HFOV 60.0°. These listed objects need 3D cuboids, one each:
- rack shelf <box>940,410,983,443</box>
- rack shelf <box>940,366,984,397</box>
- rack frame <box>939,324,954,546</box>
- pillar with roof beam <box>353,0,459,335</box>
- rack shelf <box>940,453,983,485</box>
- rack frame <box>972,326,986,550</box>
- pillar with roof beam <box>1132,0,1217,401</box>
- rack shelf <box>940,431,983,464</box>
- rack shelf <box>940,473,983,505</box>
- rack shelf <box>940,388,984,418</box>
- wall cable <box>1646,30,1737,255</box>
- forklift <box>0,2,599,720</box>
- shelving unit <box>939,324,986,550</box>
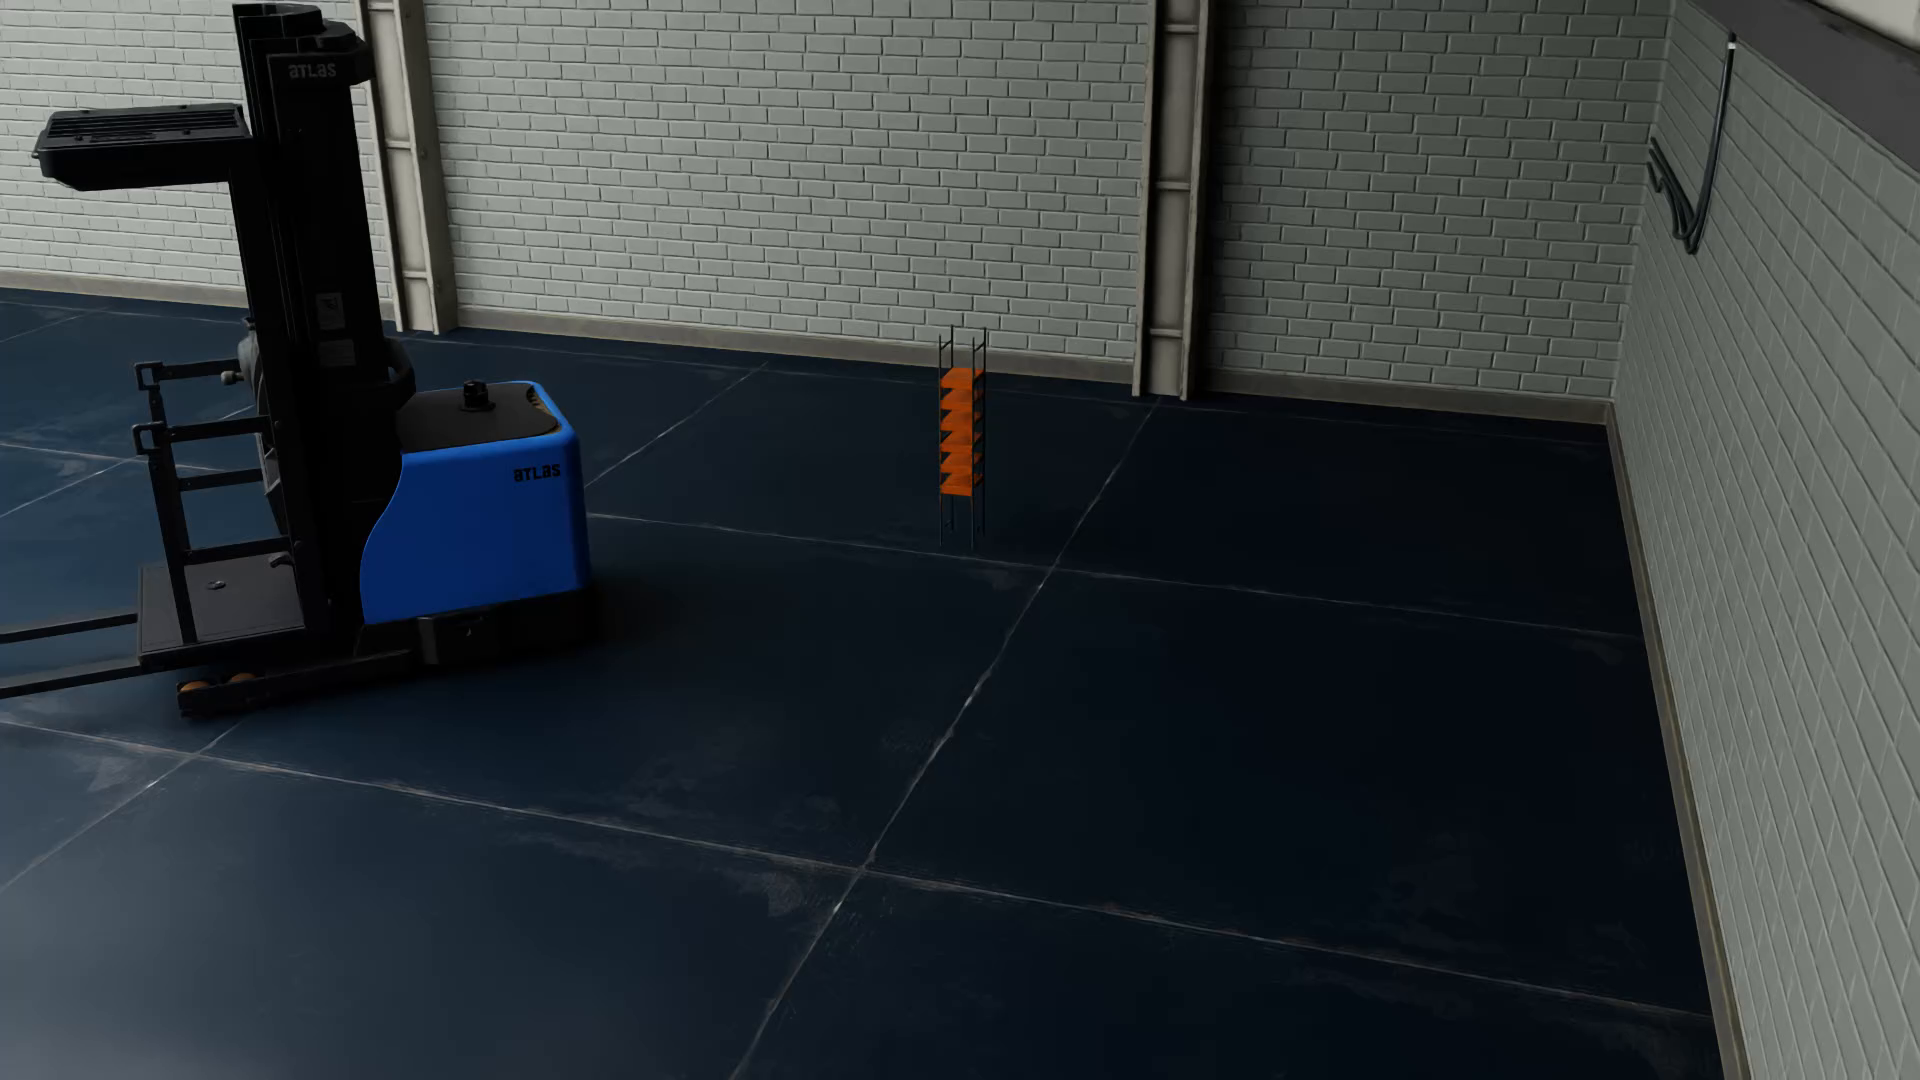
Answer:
[{"bbox_3d":[0.014,-0.623,9.010,0.180,0.103,0.258,7,23,16],"label":"rack shelf"},{"bbox_3d":[0.014,-0.845,8.919,0.180,0.103,0.258,7,23,16],"label":"rack shelf"},{"bbox_3d":[-0.074,-0.564,9.063,0.006,1.200,0.240,7,23,16],"label":"rack frame"},{"bbox_3d":[-5.537,-4.312,7.924,0.400,9.000,9.100,7,23,16],"label":"pillar with roof beam"},{"bbox_3d":[0.014,-0.401,9.101,0.180,0.103,0.258,7,23,16],"label":"rack shelf"},{"bbox_3d":[0.101,-0.544,9.014,0.006,1.200,0.240,7,23,16],"label":"rack frame"},{"bbox_3d":[0.207,-3.654,6.320,0.400,9.000,9.100,7,23,16],"label":"pillar with roof beam"},{"bbox_3d":[0.014,-0.512,9.055,0.180,0.103,0.258,7,23,16],"label":"rack shelf"},{"bbox_3d":[0.014,-0.290,9.146,0.180,0.103,0.258,7,23,16],"label":"rack shelf"},{"bbox_3d":[0.014,-0.734,8.964,0.180,0.103,0.258,7,23,16],"label":"rack shelf"},{"bbox_3d":[3.889,-2.978,8.764,0.112,2.526,3.097,7,23,16],"label":"wall cable"},{"bbox_3d":[-3.311,-0.791,7.335,3.031,2.935,1.130,-10,24,-22],"label":"forklift"},{"bbox_3d":[0.014,-0.554,9.038,0.189,1.200,0.258,7,23,16],"label":"shelving unit"}]
